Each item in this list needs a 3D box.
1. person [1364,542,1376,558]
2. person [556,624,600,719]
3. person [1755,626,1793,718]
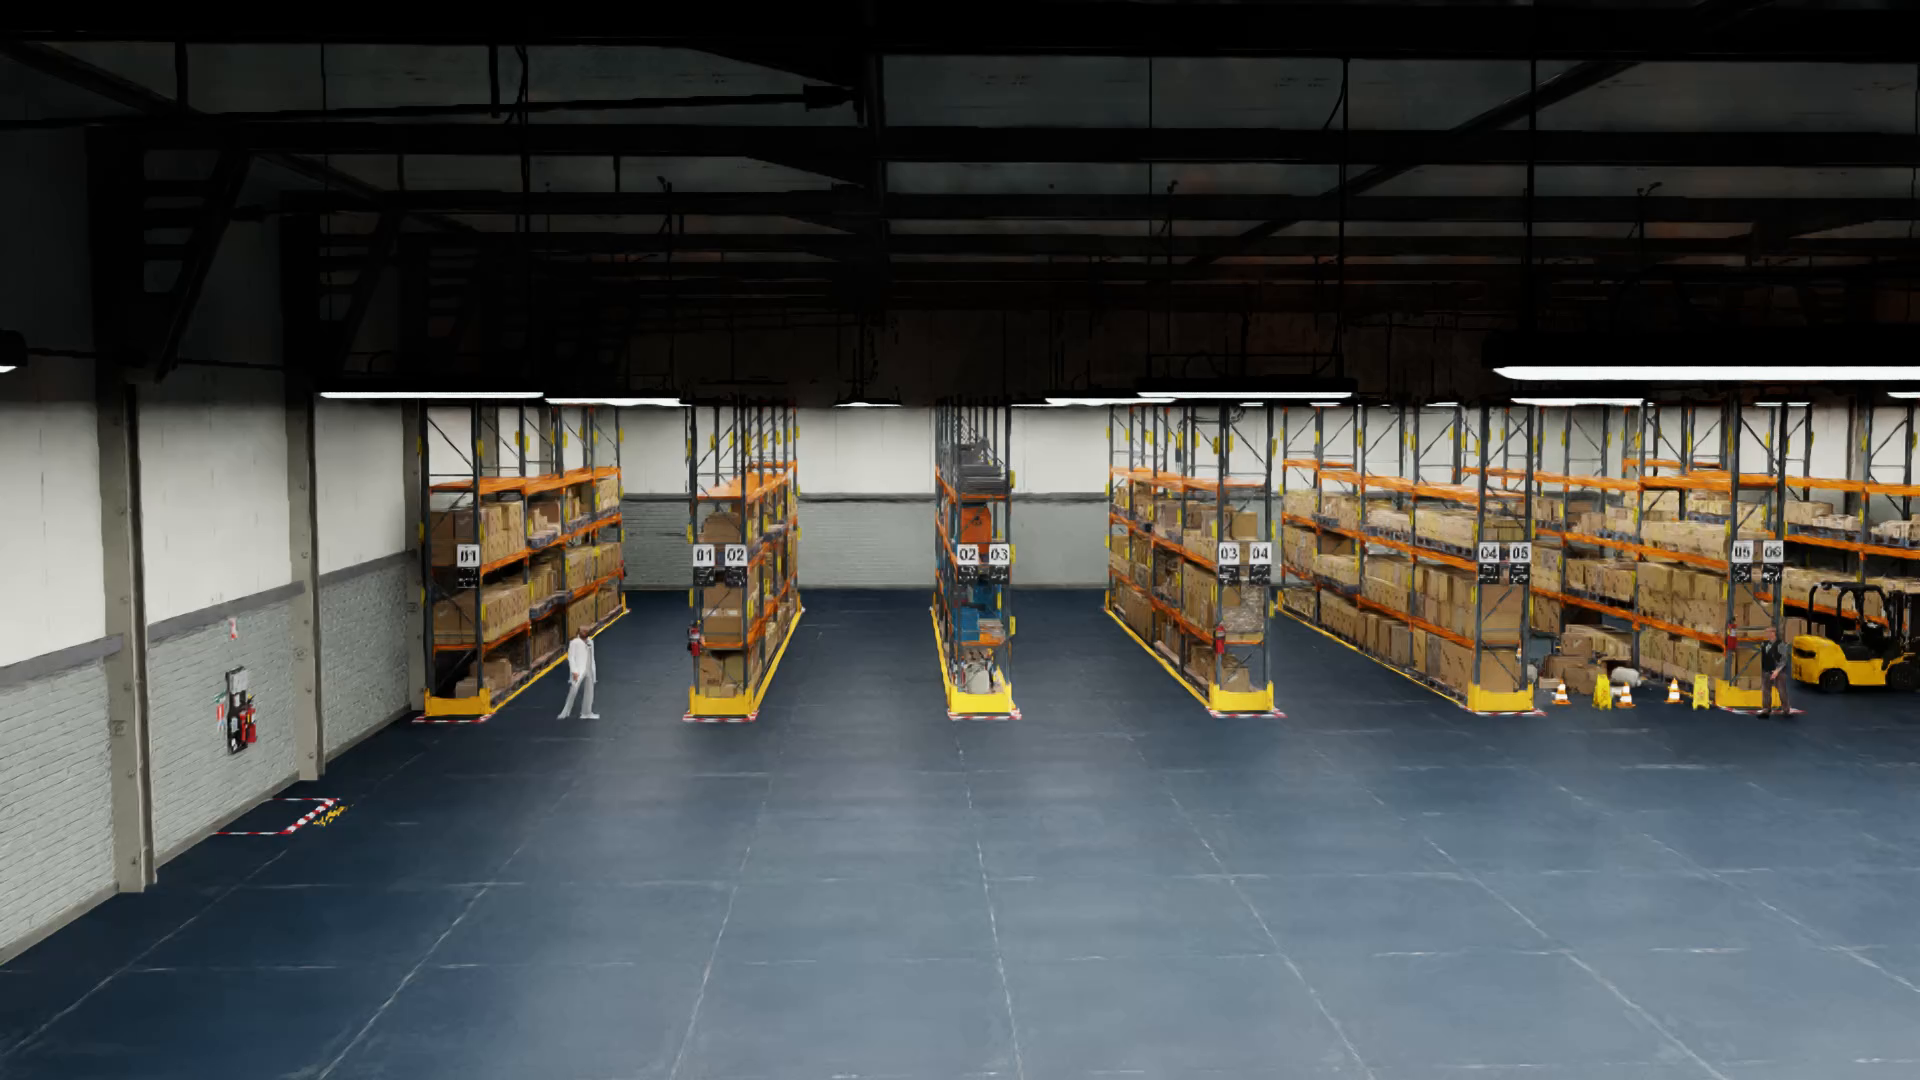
[{"bbox_3d":[12.186,0.938,49.667,0.581,1.777,0.599,4,6,45],"label":"person"},{"bbox_3d":[-7.061,2.464,30.650,0.511,1.703,0.769,4,6,42],"label":"person"},{"bbox_3d":[15.108,2.447,30.834,0.701,1.718,0.554,-3,5,-31],"label":"person"}]
